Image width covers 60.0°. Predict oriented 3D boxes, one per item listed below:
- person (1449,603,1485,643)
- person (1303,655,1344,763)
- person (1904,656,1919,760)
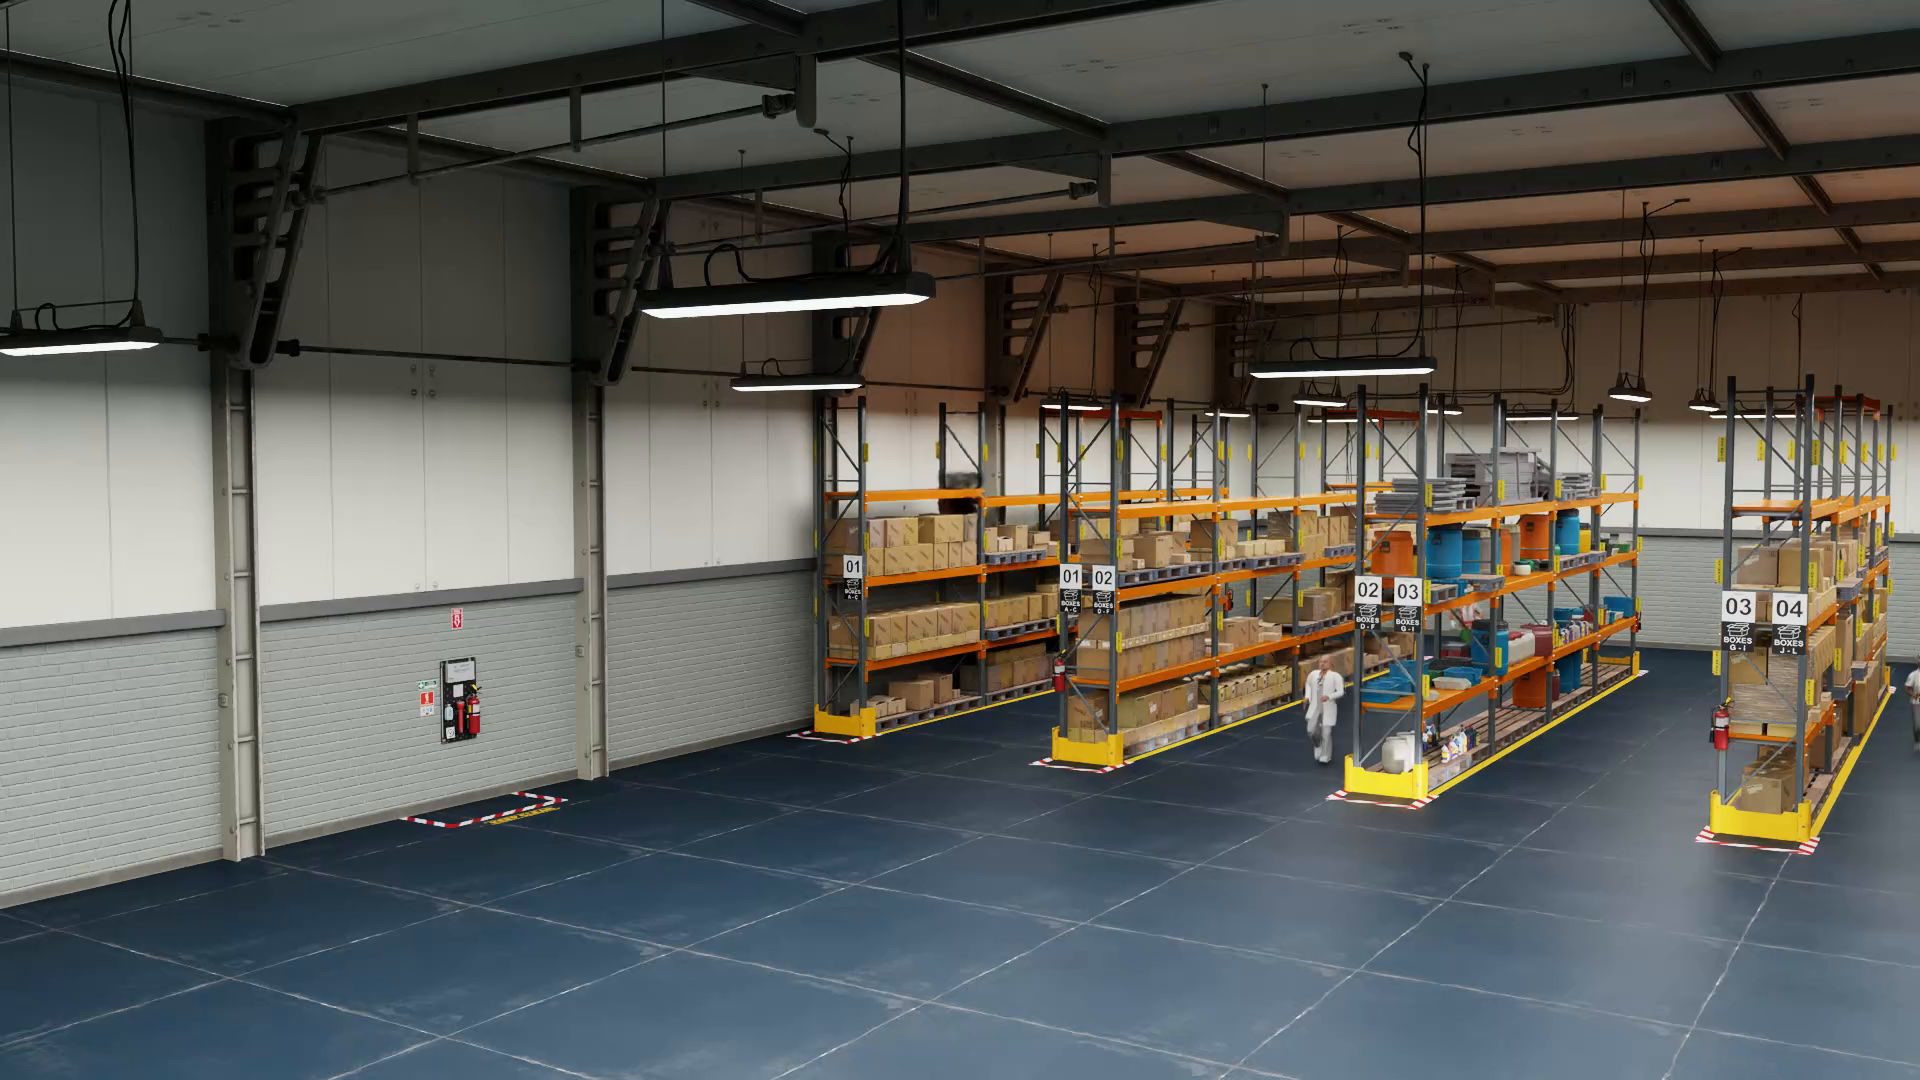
[{"bbox_3d":[11.883,2.073,38.984,0.799,1.739,0.609,1,3,13],"label":"person"},{"bbox_3d":[5.803,2.721,26.691,0.704,1.734,0.653,2,3,30],"label":"person"},{"bbox_3d":[15.859,2.729,27.346,0.598,1.720,0.805,2,4,32],"label":"person"}]
